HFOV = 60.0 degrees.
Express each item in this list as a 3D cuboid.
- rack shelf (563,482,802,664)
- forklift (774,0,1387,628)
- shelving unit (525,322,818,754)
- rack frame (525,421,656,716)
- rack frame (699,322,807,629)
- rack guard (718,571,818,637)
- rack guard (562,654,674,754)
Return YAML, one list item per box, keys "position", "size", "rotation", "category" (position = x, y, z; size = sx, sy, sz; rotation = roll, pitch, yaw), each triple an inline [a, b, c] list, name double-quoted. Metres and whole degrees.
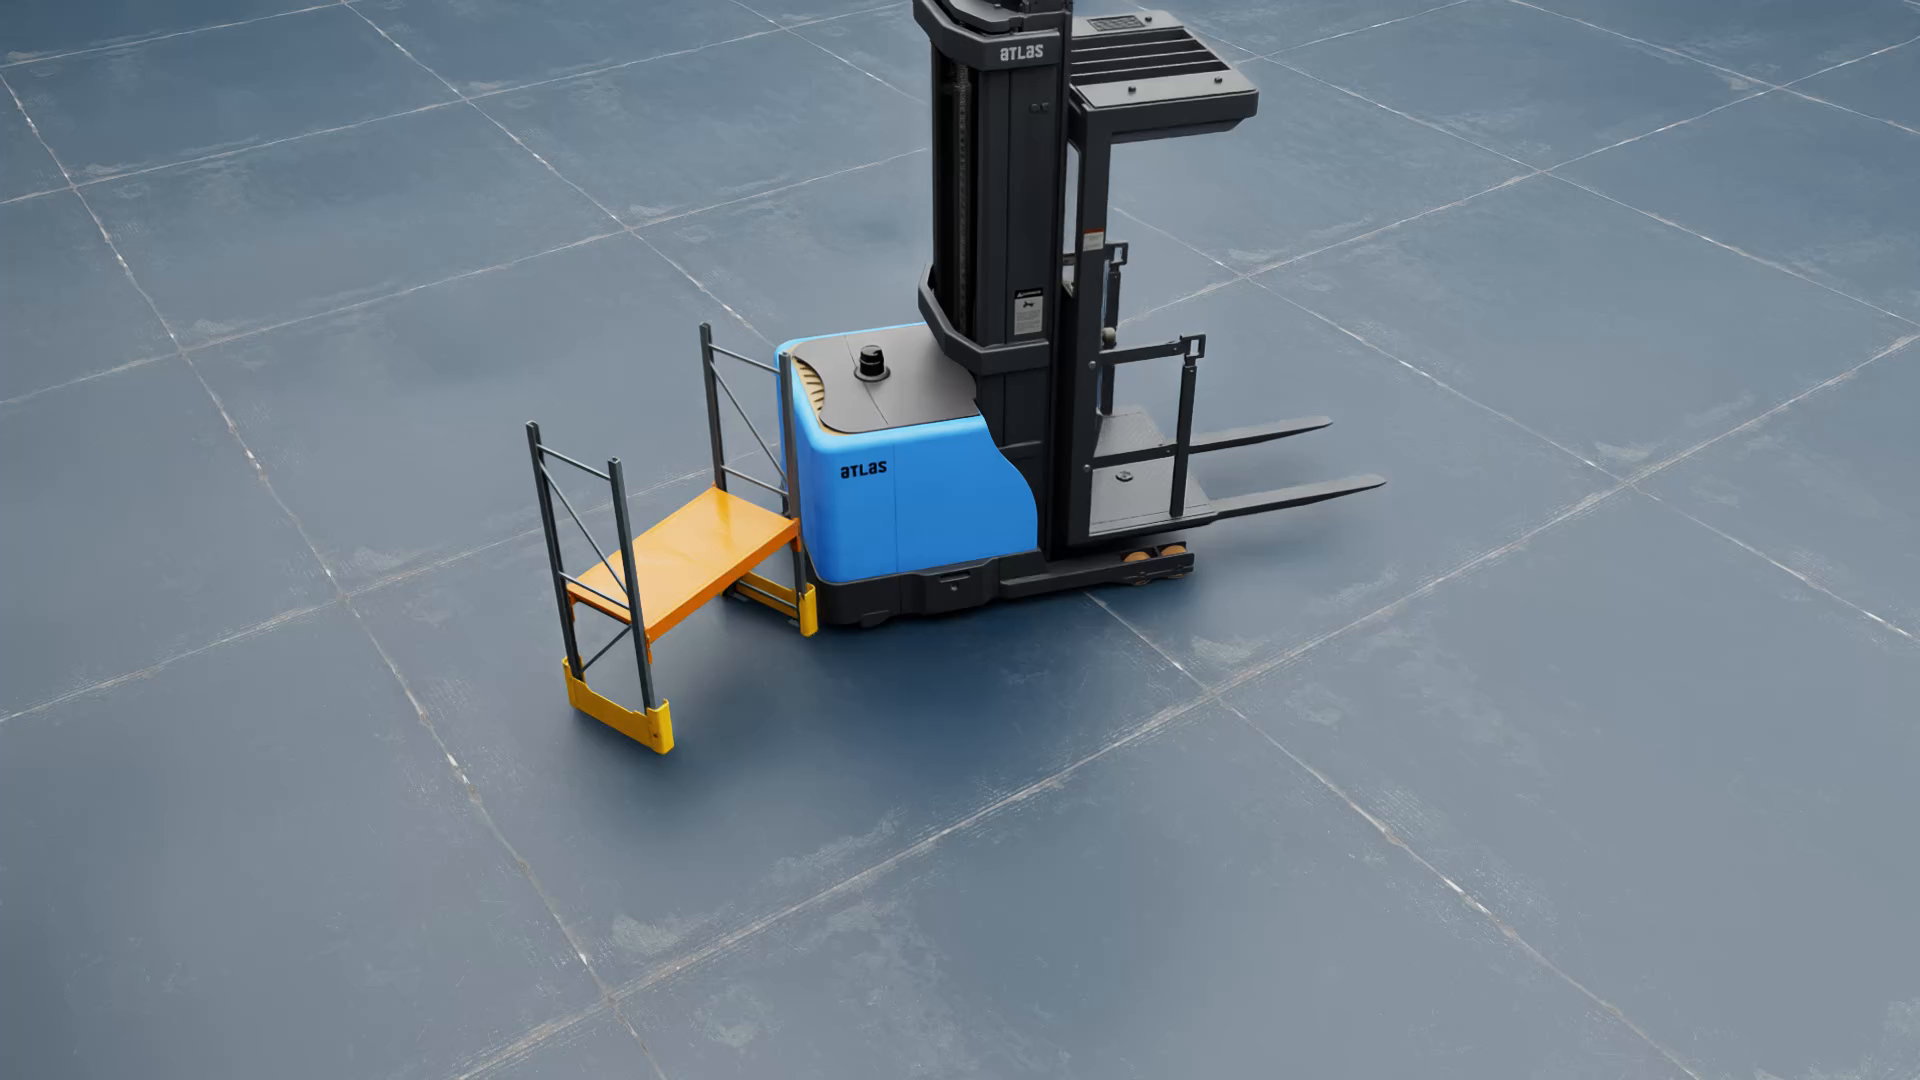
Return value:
- position: [-1.230, 0.125, 7.413]
  size: [0.538, 0.185, 1.000]
  rotation: [22, 41, 28]
  category: "rack shelf"
- position: [0.663, -1.252, 7.795]
  size: [3.031, 2.935, 1.130]
  rotation: [-10, 37, -13]
  category: "forklift"
- position: [-1.225, -0.025, 7.314]
  size: [0.587, 1.500, 1.083]
  rotation: [22, 41, 28]
  category: "shelving unit"
- position: [-1.524, 0.222, 6.971]
  size: [0.500, 1.500, 0.032]
  rotation: [22, 41, 28]
  category: "rack frame"
- position: [-0.937, -0.263, 7.645]
  size: [0.500, 1.500, 0.032]
  rotation: [22, 41, 28]
  category: "rack frame"
- position: [-0.937, 0.245, 8.009]
  size: [0.587, 0.250, 0.087]
  rotation: [22, 41, 28]
  category: "rack guard"
- position: [-1.512, 0.720, 7.348]
  size: [0.587, 0.250, 0.087]
  rotation: [22, 41, 28]
  category: "rack guard"
